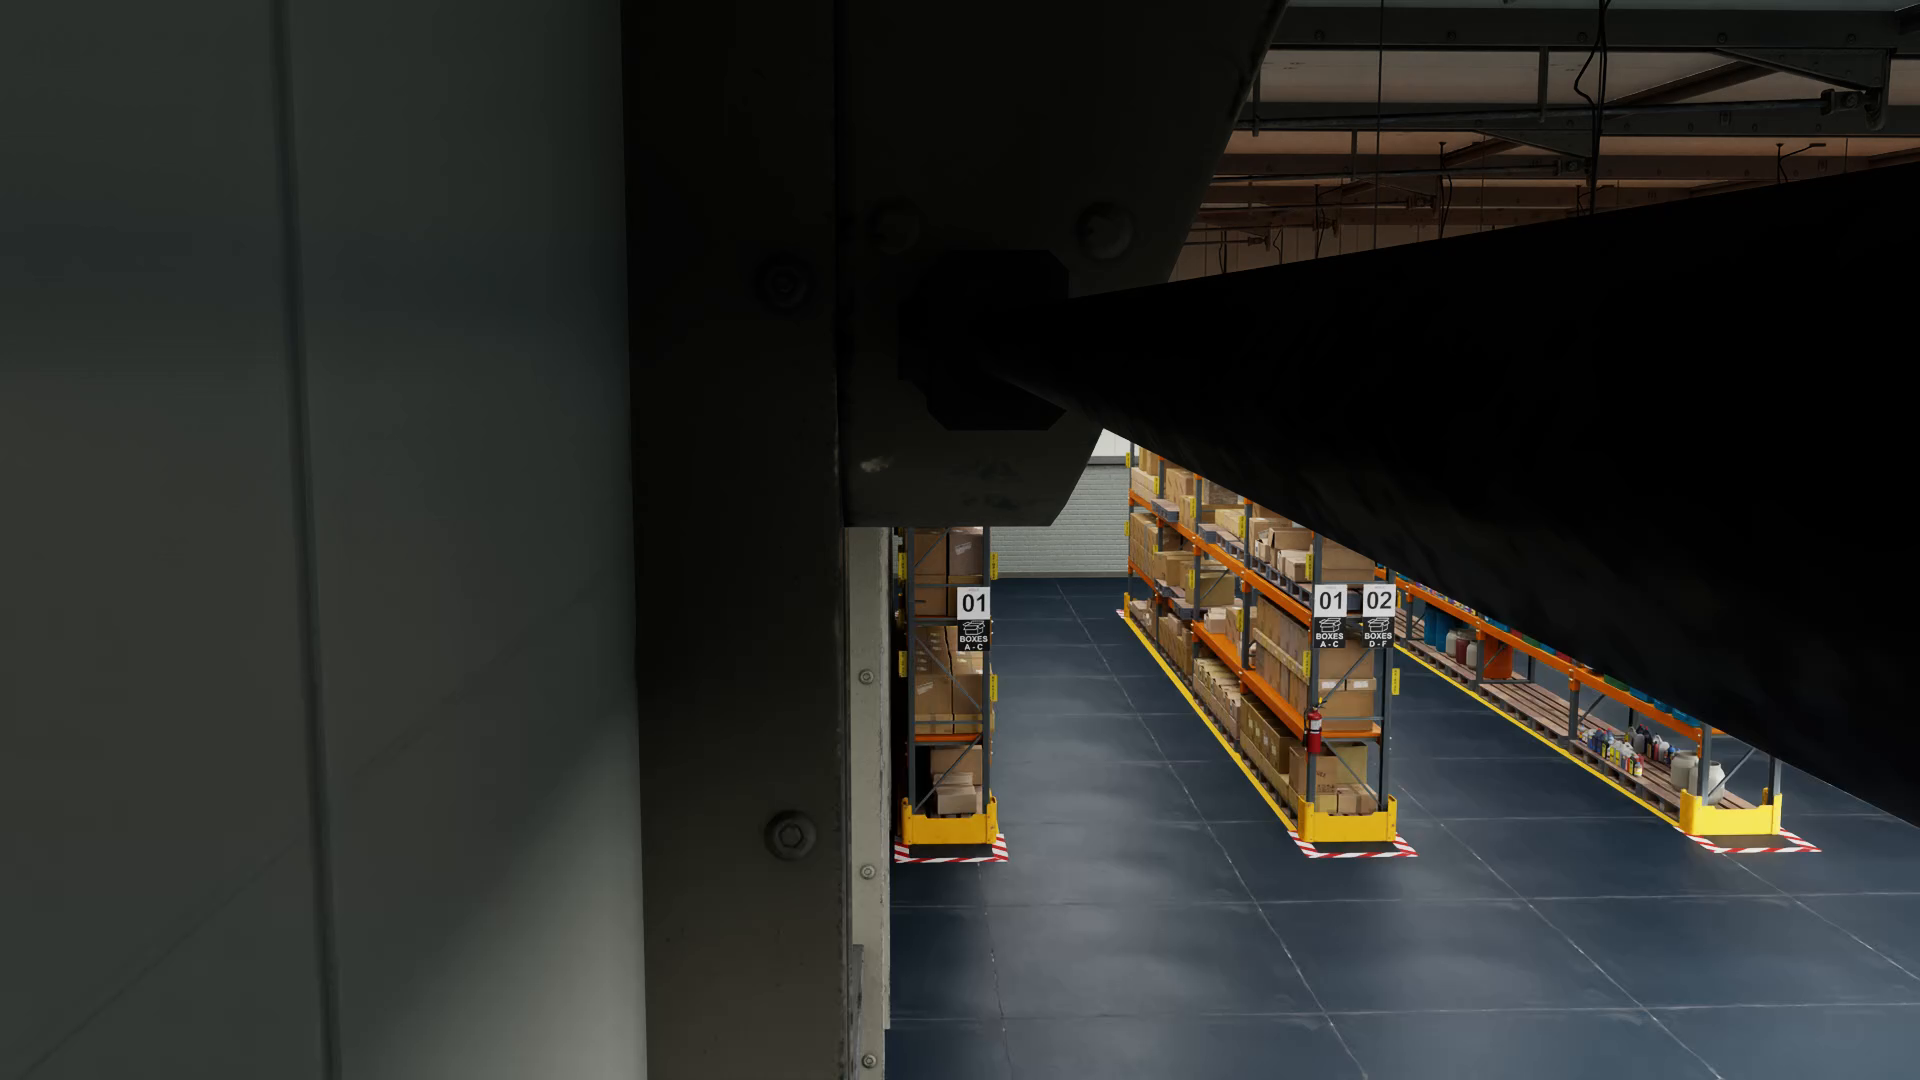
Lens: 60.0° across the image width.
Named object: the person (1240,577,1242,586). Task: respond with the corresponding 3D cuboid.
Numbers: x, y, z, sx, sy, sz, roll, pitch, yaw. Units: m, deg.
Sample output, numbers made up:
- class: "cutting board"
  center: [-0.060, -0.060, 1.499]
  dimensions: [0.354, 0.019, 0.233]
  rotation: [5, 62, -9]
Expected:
- class: "person"
  center: [6.902, 0.441, 39.926]
  dimensions: [0.503, 1.446, 0.518]
  rotation: [-3, 8, -21]
